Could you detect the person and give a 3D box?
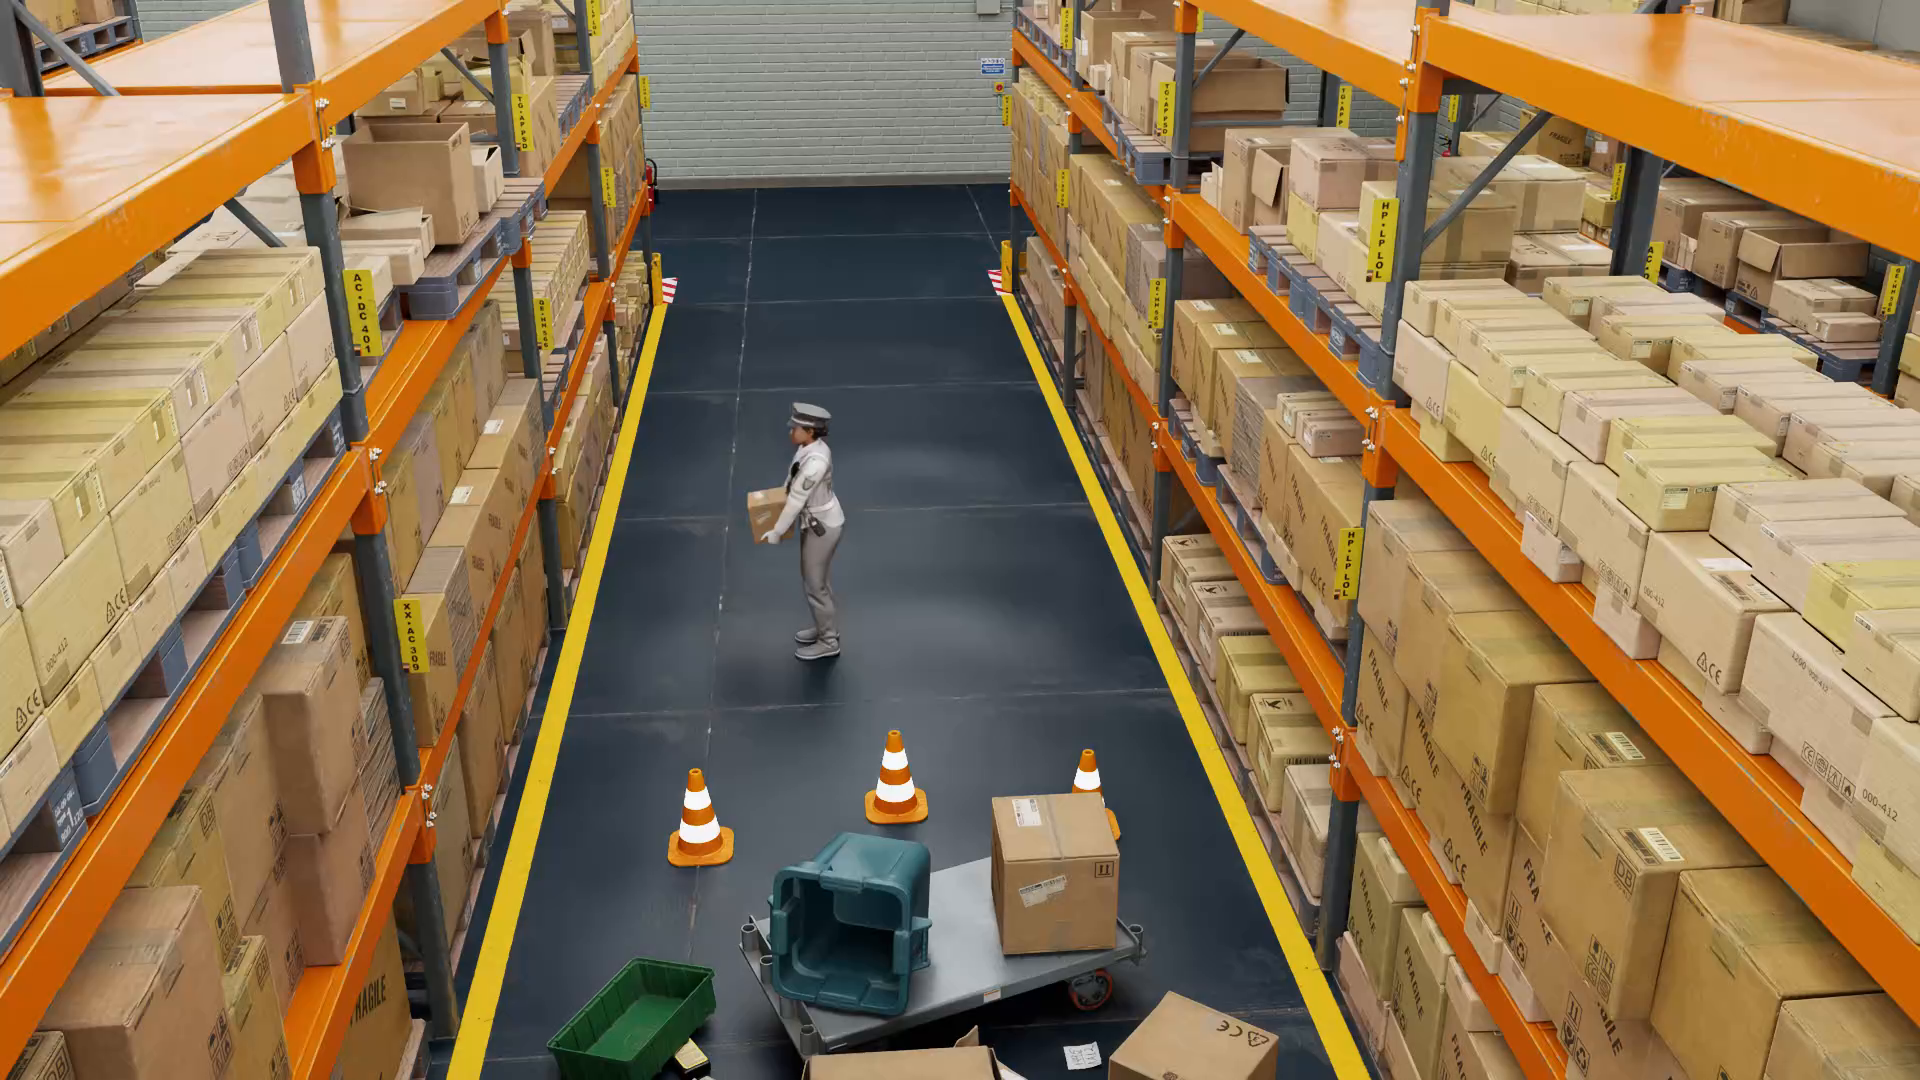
[{"bbox_3d":[-0.988,-0.062,10.433,0.528,1.682,0.417,-3,24,-6],"label":"person"}]
